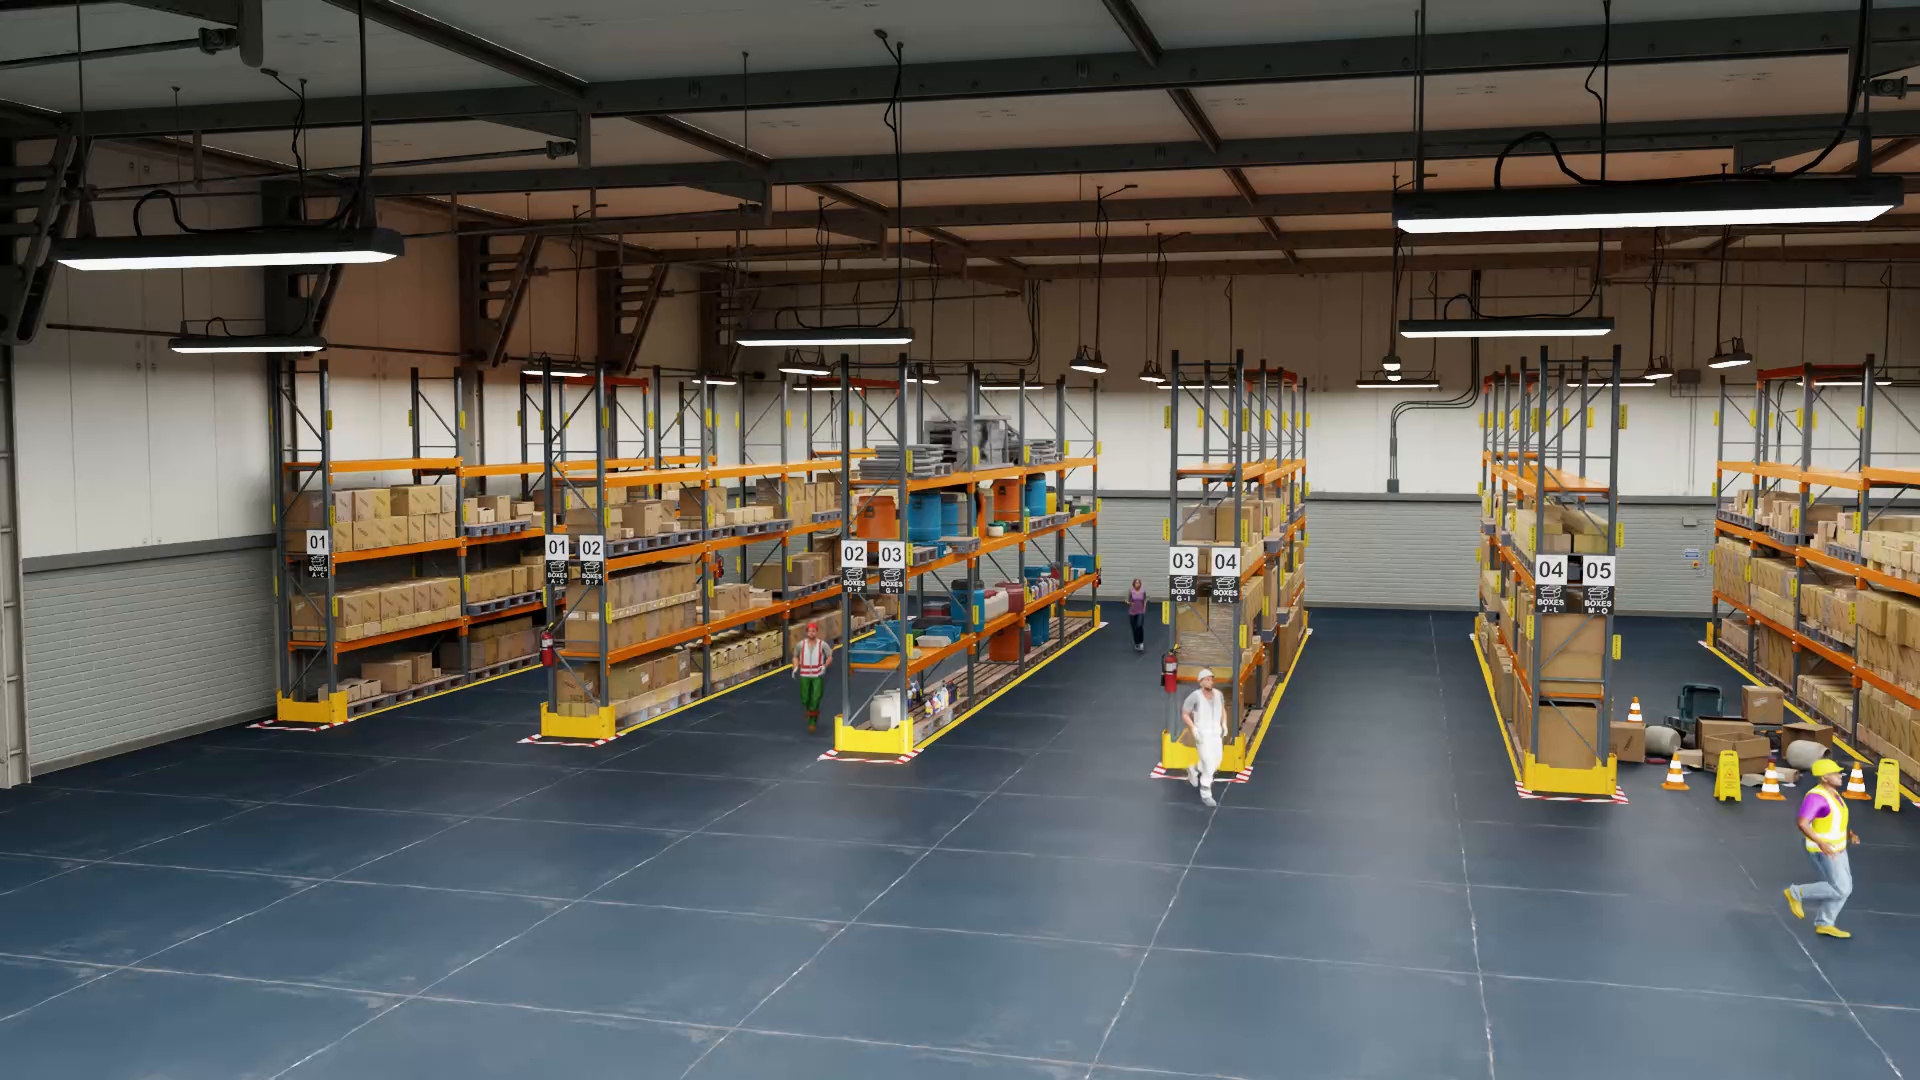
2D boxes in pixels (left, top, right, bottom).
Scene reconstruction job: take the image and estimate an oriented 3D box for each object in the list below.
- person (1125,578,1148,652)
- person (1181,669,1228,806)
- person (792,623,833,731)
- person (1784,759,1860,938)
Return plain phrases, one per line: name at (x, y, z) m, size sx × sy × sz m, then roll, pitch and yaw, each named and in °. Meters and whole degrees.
person at (3.821, 1.624, 36.019) m, size 0.508 × 1.599 × 0.651 m, roll 0°, pitch 4°, yaw 5°
person at (3.186, 2.562, 21.856) m, size 0.662 × 1.776 × 0.688 m, roll -2°, pitch 5°, yaw -25°
person at (-2.386, 2.203, 26.939) m, size 0.657 × 1.743 × 0.605 m, roll 0°, pitch 4°, yaw 0°
person at (8.393, 2.983, 16.195) m, size 0.589 × 1.721 × 0.702 m, roll 4°, pitch 6°, yaw 43°
